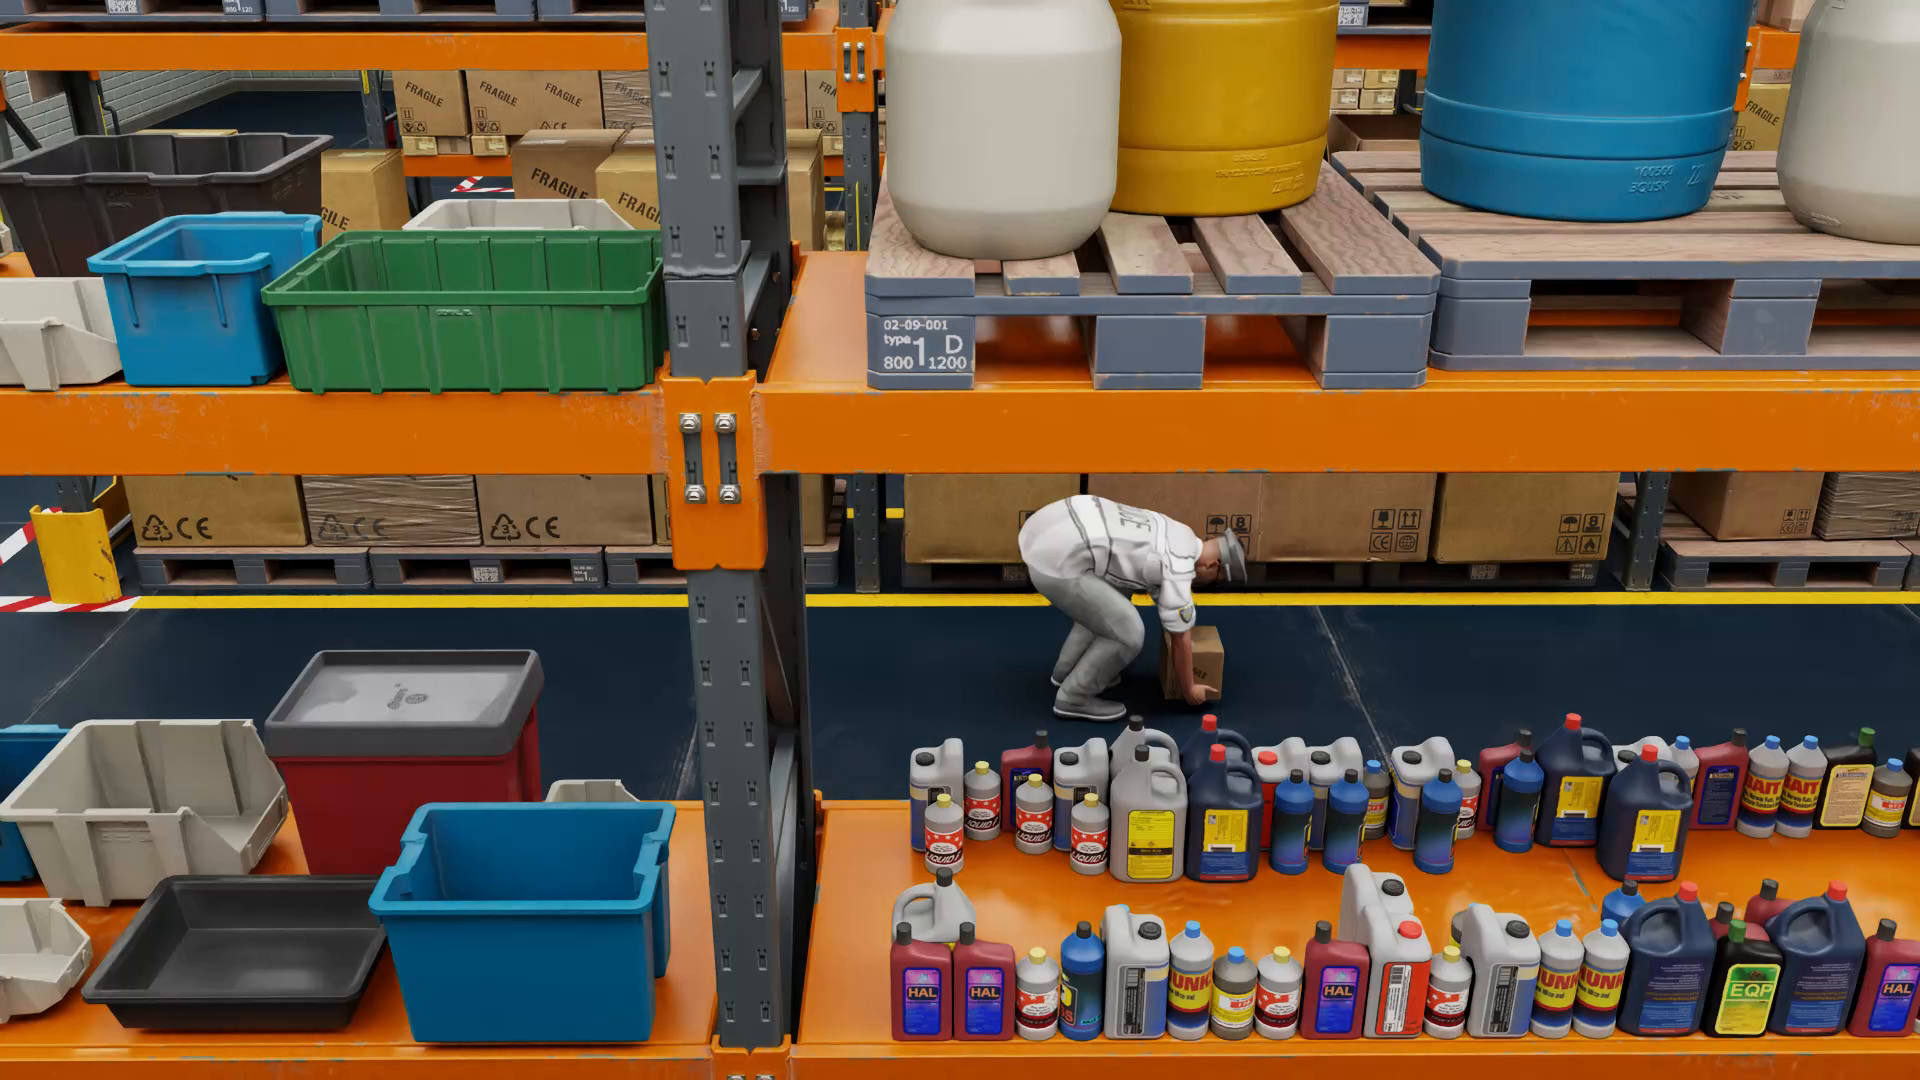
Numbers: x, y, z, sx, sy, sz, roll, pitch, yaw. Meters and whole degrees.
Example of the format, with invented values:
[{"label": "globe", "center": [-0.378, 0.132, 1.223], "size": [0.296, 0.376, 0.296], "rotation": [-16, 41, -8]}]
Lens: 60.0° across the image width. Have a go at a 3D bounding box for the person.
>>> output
[{"label": "person", "center": [0.770, 0.278, 7.418], "size": [1.024, 0.981, 0.537], "rotation": [-2, 24, -4]}]
